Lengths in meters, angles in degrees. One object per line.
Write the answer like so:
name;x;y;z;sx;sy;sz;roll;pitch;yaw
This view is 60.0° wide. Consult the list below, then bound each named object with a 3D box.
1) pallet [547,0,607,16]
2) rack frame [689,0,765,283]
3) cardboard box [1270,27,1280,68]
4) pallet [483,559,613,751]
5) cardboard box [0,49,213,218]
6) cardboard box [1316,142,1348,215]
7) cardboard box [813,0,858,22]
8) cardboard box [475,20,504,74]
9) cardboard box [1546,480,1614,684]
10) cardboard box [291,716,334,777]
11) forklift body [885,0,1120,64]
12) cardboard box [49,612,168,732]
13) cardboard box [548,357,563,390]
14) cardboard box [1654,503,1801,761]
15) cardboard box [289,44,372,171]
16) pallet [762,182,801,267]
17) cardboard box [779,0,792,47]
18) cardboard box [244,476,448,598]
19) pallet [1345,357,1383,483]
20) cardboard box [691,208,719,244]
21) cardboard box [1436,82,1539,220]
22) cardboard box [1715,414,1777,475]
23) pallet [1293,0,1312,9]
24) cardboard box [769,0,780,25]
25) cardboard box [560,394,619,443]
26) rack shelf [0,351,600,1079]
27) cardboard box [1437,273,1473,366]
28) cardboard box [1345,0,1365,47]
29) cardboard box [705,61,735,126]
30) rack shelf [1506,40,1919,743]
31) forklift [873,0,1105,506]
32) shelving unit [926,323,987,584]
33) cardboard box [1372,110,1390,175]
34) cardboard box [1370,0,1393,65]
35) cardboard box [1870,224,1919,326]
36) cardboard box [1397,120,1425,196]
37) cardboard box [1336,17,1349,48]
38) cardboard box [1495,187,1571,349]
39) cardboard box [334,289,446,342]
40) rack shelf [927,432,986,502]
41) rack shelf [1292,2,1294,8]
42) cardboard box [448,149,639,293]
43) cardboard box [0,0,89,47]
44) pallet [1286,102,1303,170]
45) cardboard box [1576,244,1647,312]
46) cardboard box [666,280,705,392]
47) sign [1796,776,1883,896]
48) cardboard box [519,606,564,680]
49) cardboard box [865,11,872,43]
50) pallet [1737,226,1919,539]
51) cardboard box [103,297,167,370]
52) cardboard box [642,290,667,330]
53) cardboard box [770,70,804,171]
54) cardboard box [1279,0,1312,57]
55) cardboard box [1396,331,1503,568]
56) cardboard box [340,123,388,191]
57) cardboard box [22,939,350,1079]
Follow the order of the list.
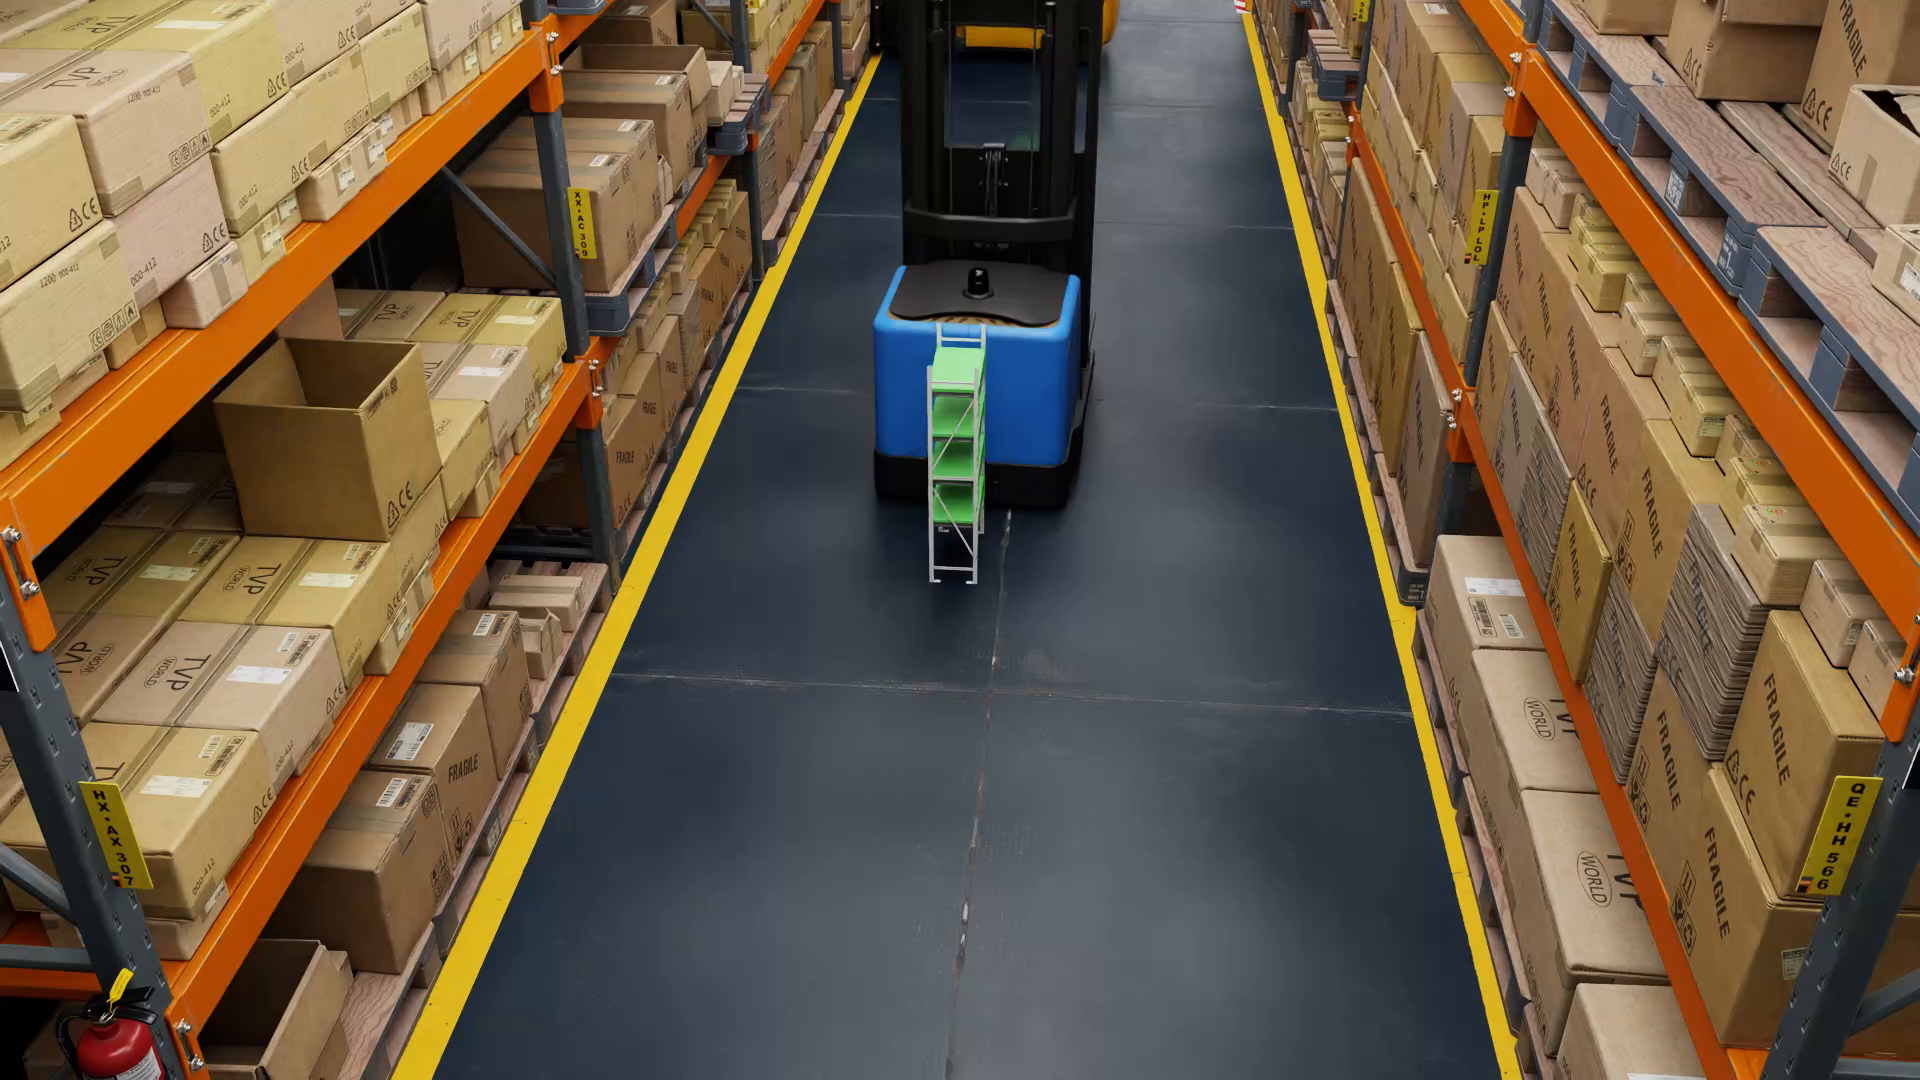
pallet;-2.088;-2.581;7.399;1.213;0.211;1.003;2;32;4
rack frame;-1.885;-3.137;10.982;1.000;3.000;0.127;2;32;4
cardboard box;3.202;-4.627;15.619;0.500;0.250;0.500;2;32;3
pallet;-2.268;0.501;7.737;1.003;0.211;1.213;2;32;4
cardboard box;-2.190;-0.993;4.026;0.500;0.250;0.500;2;32;4
cardboard box;3.170;-2.669;12.325;0.950;0.372;0.625;2;32;3
cardboard box;-1.207;-4.902;15.113;0.500;0.250;0.500;2;32;3
cardboard box;-1.969;-1.887;6.334;0.380;0.149;0.250;2;32;4
cardboard box;2.304;0.148;5.555;0.500;0.500;0.500;3;32;5
cardboard box;-2.193;0.589;5.174;0.380;0.149;0.250;3;32;6
forklift body;0.430;-5.890;16.257;2.313;2.155;1.214;2;32;4
cardboard box;-2.720;0.462;5.001;0.500;0.250;0.500;3;32;4
cardboard box;-1.985;-0.761;7.366;0.380;0.149;0.250;3;32;5
cardboard box;2.226;0.251;4.435;0.500;0.500;0.500;3;32;4
cardboard box;-2.134;-1.319;5.032;0.500;0.250;0.500;2;32;3
pallet;-1.779;-2.379;12.409;1.003;0.211;1.213;2;32;4
cardboard box;-1.525;-3.827;12.245;0.500;0.250;0.500;1;32;2
cardboard box;-2.132;-0.040;5.815;0.500;0.250;0.500;2;32;3
pallet;2.821;-0.695;9.676;1.003;0.211;1.213;2;32;4
cardboard box;-1.730;-1.979;10.466;0.380;0.149;0.250;1;32;2
cardboard box;2.558;-1.819;7.794;0.500;0.500;0.500;3;32;5
cardboard box;2.328;-0.221;4.582;0.380;0.149;0.250;2;32;4
pallet;3.181;-4.544;13.447;1.003;0.211;1.213;2;32;4
cardboard box;-1.564;-3.770;11.674;0.500;0.250;0.500;3;32;6
cardboard box;-1.916;-0.613;8.249;0.380;0.149;0.250;4;32;6
rack shelf;-2.374;0.306;6.079;1.077;0.370;4.000;2;32;4
cardboard box;2.522;-1.017;7.684;0.500;0.250;0.500;2;32;3
cardboard box;2.822;-3.525;10.831;0.500;0.500;0.500;2;32;3
cardboard box;-1.648;-2.687;9.993;0.500;0.250;0.500;1;32;2
rack shelf;2.574;-0.761;4.952;1.077;0.370;4.000;2;32;4
forklift;0.250;-2.186;9.504;1.130;2.935;3.031;4;32;7
shelving unit;-0.013;-0.424;8.295;0.258;1.200;0.503;2;32;4
cardboard box;2.748;-2.349;9.846;0.500;0.250;0.500;2;32;3
cardboard box;2.778;-3.148;9.951;0.500;0.500;0.500;1;32;2
cardboard box;2.312;-0.597;3.745;0.380;0.149;0.250;0;32;0
cardboard box;2.624;-2.027;8.846;0.500;0.250;0.500;3;32;5
cardboard box;2.780;-3.457;11.340;0.380;0.149;0.250;2;32;4
cardboard box;2.456;-1.065;6.571;0.500;0.500;0.500;3;32;4
cardboard box;-2.520;-0.861;7.148;0.500;0.250;0.500;2;32;3
rack shelf;-0.013;-0.370;8.328;0.258;0.148;0.480;2;32;4
rack shelf;3.551;-5.758;15.921;1.077;0.370;4.000;2;32;4
cardboard box;-1.949;-1.510;7.846;0.700;0.500;0.500;3;32;5
cardboard box;-2.704;-1.293;4.513;0.500;0.250;0.500;3;32;4
pallet;3.326;-3.425;14.106;1.003;0.211;1.213;2;32;4
cardboard box;2.337;-0.891;5.670;0.380;0.149;0.250;2;32;3
cardboard box;-1.820;-1.214;9.843;0.500;0.500;0.500;1;32;2
sign;1.871;0.632;3.536;0.100;0.325;0.005;2;32;4
cardboard box;-1.993;0.430;7.399;0.396;0.266;0.258;4;32;6
cardboard box;-1.138;-5.011;16.243;0.500;0.250;0.500;3;32;5
pallet;2.461;-0.372;3.719;1.003;0.211;1.213;2;32;4
cardboard box;-2.246;-0.552;4.168;0.380;0.149;0.250;3;32;4
cardboard box;-1.873;-1.298;9.361;0.380;0.149;0.250;4;32;6
cardboard box;-1.721;-3.325;13.149;0.875;0.625;0.625;1;32;2
cardboard box;3.169;-4.667;14.970;0.500;0.500;0.500;2;32;3
cardboard box;2.707;-0.437;8.226;0.875;0.875;0.875;3;32;6
cardboard box;-2.042;-1.209;5.233;0.380;0.149;0.250;3;32;5
cardboard box;-2.392;1.614;5.251;0.797;0.503;0.637;1;32;2
